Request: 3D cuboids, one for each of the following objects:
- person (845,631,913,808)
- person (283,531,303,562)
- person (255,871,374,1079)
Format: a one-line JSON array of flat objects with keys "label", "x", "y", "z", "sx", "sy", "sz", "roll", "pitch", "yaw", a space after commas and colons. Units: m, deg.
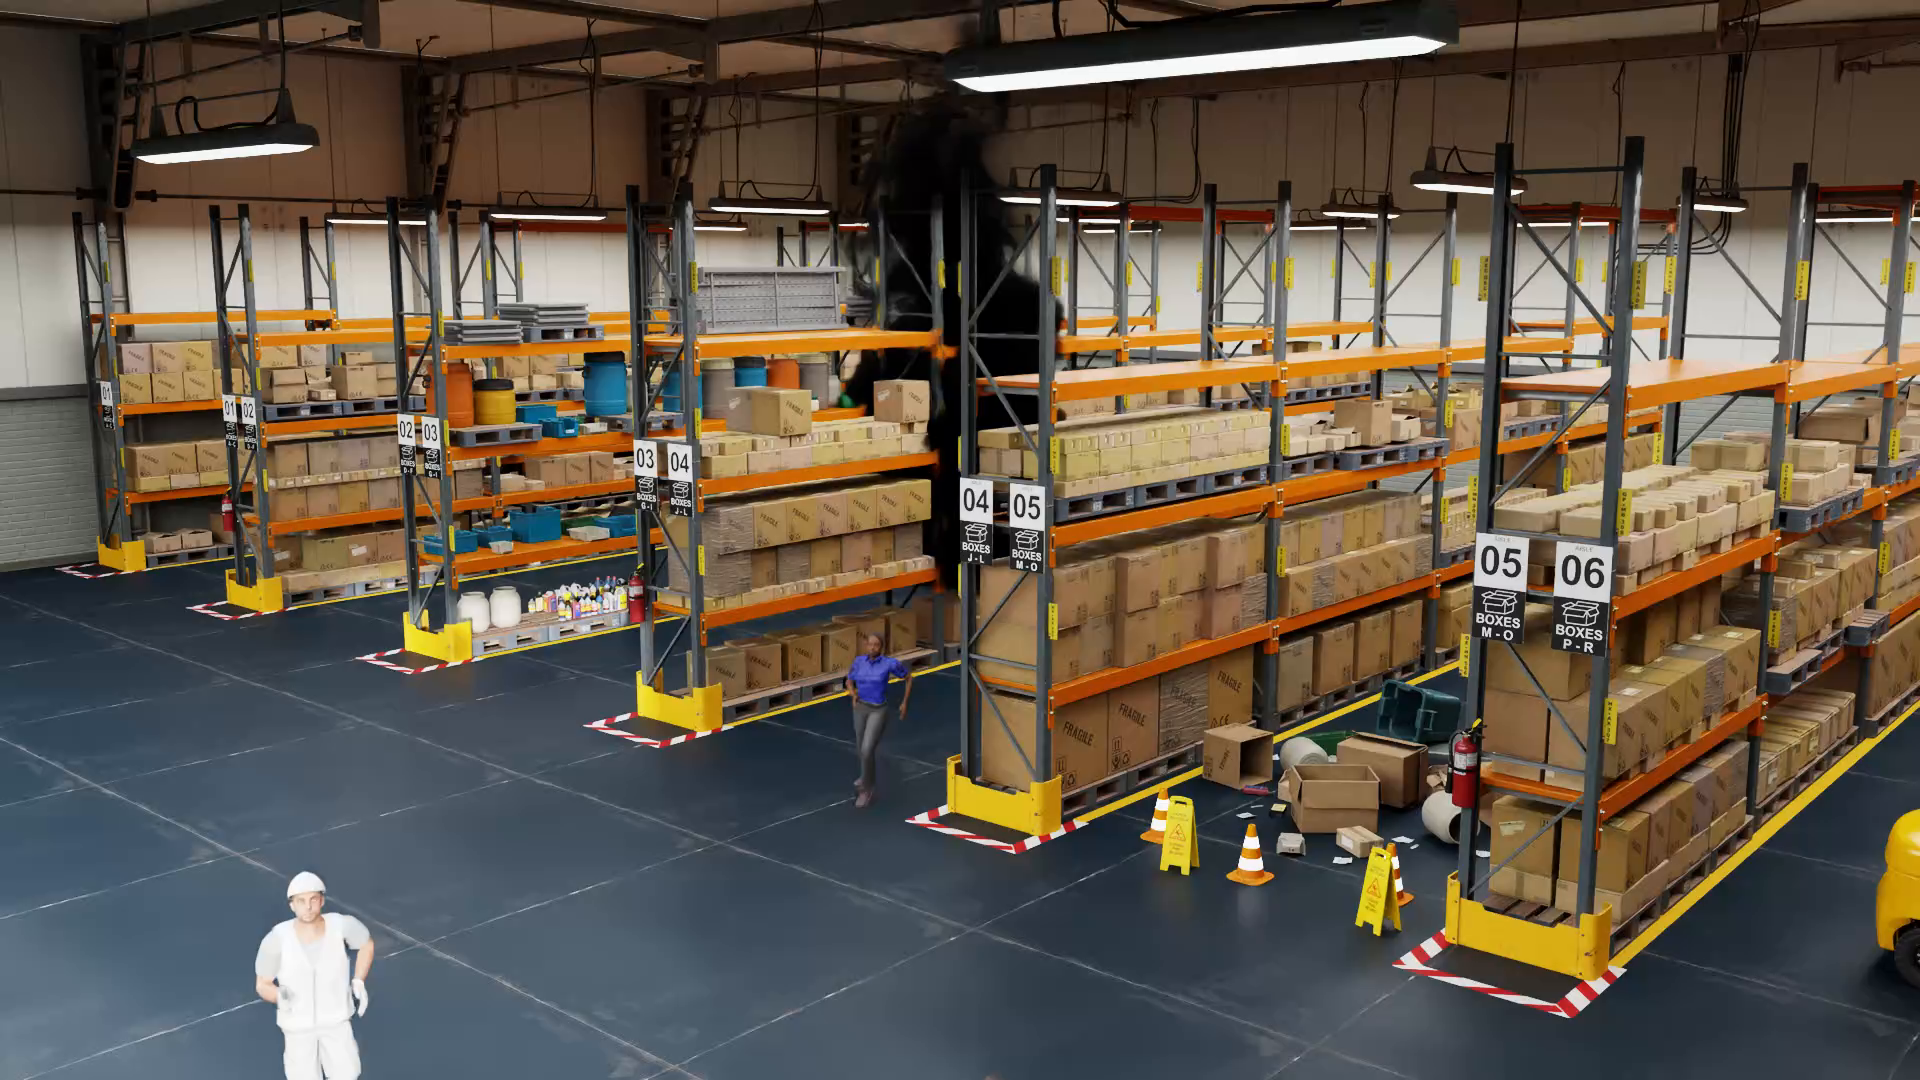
[{"label": "person", "x": -0.804, "y": 1.713, "z": 16.094, "sx": 0.629, "sy": 1.719, "sz": 0.684, "roll": 4, "pitch": 10, "yaw": 23}, {"label": "person", "x": -10.996, "y": -0.220, "z": 27.306, "sx": 0.664, "sy": 1.750, "sz": 0.624, "roll": 7, "pitch": 12, "yaw": 35}, {"label": "person", "x": -3.615, "y": 2.758, "z": 9.387, "sx": 0.634, "sy": 1.786, "sz": 0.645, "roll": -4, "pitch": 10, "yaw": -21}]
